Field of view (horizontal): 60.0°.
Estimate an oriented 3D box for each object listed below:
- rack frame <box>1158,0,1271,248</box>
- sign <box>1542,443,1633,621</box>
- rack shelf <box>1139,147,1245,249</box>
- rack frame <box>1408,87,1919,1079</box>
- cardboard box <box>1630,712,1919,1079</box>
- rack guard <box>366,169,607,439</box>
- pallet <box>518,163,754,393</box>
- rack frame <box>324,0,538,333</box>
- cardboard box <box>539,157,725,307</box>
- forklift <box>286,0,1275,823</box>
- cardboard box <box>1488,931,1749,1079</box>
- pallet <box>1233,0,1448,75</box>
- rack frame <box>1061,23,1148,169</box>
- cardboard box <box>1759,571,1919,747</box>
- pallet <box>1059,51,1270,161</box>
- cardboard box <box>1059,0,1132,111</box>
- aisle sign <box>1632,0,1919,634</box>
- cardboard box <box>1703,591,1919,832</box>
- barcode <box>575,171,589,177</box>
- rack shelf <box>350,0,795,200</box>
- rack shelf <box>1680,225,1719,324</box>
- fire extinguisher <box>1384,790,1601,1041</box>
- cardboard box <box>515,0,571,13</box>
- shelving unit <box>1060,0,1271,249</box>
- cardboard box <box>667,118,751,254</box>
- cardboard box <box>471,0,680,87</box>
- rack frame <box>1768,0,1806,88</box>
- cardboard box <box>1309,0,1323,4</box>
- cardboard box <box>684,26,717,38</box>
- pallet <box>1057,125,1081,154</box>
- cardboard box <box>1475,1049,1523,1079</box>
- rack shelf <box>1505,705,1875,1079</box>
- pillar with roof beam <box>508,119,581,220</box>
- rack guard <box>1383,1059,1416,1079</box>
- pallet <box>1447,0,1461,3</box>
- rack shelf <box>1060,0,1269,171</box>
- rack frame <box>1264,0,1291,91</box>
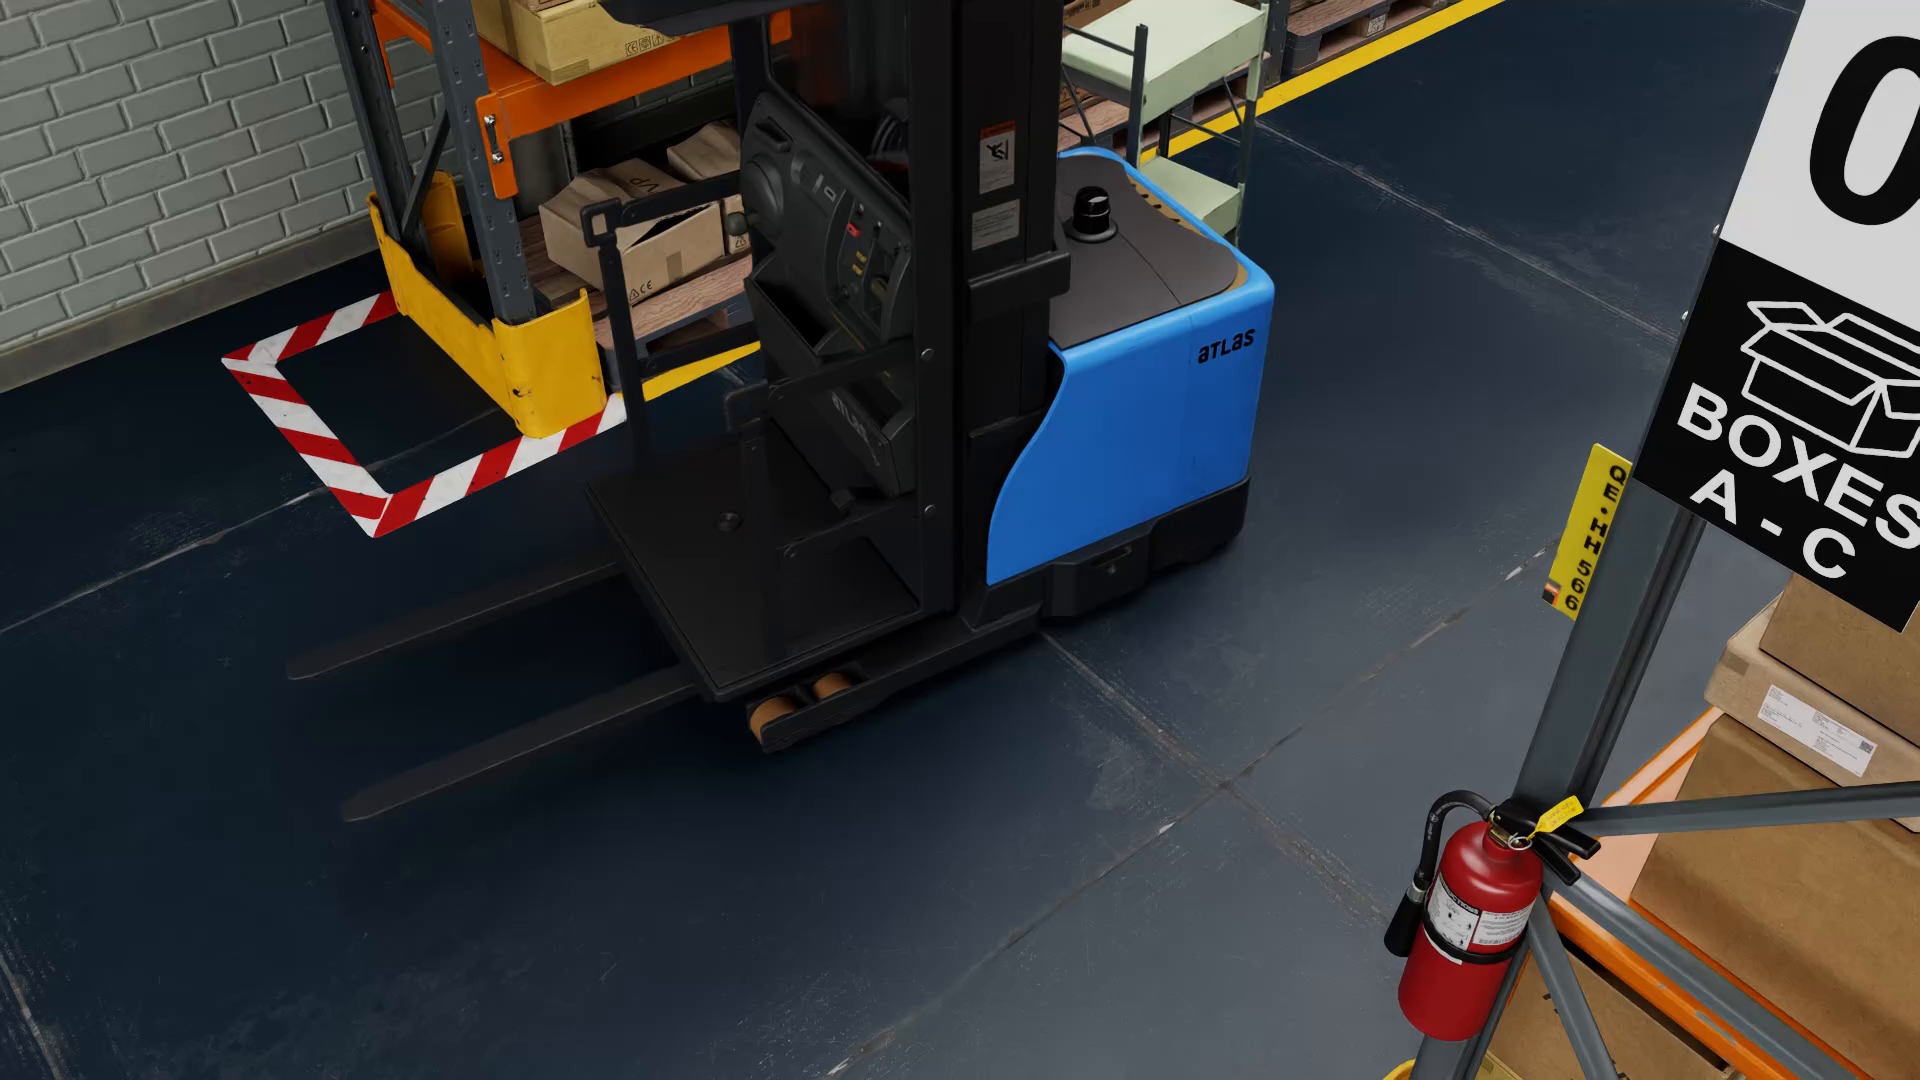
[{"bbox_3d":[0.931,-1.551,6.306,0.400,1.500,0.023,31,51,29],"label":"rack frame"},{"bbox_3d":[0.969,0.001,2.539,0.005,0.325,0.100,-30,51,-28],"label":"sign"},{"bbox_3d":[0.688,-1.126,6.329,0.431,0.370,0.720,31,51,29],"label":"rack shelf"},{"bbox_3d":[1.307,0.801,2.706,0.127,3.000,1.000,-30,51,-28],"label":"rack frame"},{"bbox_3d":[1.673,0.566,2.883,0.500,0.500,0.700,-30,51,-28],"label":"cardboard box"},{"bbox_3d":[-1.816,-0.921,6.366,0.348,0.500,1.175,-30,51,-28],"label":"rack guard"},{"bbox_3d":[-1.170,-1.154,6.825,1.213,0.211,1.003,-30,51,-28],"label":"pallet"},{"bbox_3d":[-1.874,-1.799,5.474,0.127,3.000,1.000,-30,51,-28],"label":"rack frame"},{"bbox_3d":[-1.286,-1.236,6.517,0.500,0.311,0.500,33,52,30],"label":"cardboard box"},{"bbox_3d":[-0.559,-0.846,4.509,3.031,2.935,1.130,-22,47,-22],"label":"forklift"},{"bbox_3d":[1.527,0.985,3.664,0.500,0.500,0.500,-30,51,-28],"label":"cardboard box"},{"bbox_3d":[1.790,-2.882,8.665,1.213,0.211,1.003,-30,51,-28],"label":"pallet"},{"bbox_3d":[0.445,-1.176,5.907,0.400,1.500,0.023,31,51,29],"label":"rack frame"},{"bbox_3d":[1.714,0.070,2.464,0.500,0.500,0.700,-30,51,-28],"label":"cardboard box"},{"bbox_3d":[0.702,-2.226,7.966,1.213,0.211,1.003,-30,51,-28],"label":"pallet"},{"bbox_3d":[0.424,-2.328,7.542,0.500,0.500,0.500,-34,53,-31],"label":"cardboard box"},{"bbox_3d":[1.068,-0.272,1.950,0.004,0.787,0.394,-30,51,-28],"label":"aisle sign"},{"bbox_3d":[1.478,0.260,2.735,0.250,0.149,0.380,-31,51,-28],"label":"cardboard box"},{"bbox_3d":[-1.528,-1.457,6.746,0.075,0.075,0.001,-30,51,-28],"label":"barcode"},{"bbox_3d":[-0.340,-2.415,6.656,4.000,0.370,1.077,-30,51,-28],"label":"rack shelf"},{"bbox_3d":[2.841,-0.909,2.861,4.000,0.370,1.077,-30,51,-28],"label":"rack shelf"},{"bbox_3d":[0.918,0.637,2.937,0.183,0.674,0.296,-30,51,-28],"label":"fire extinguisher"},{"bbox_3d":[-1.315,-2.077,5.317,0.500,0.500,0.500,-30,51,-28],"label":"cardboard box"},{"bbox_3d":[0.688,-1.363,6.106,0.431,1.500,0.755,31,51,29],"label":"shelving unit"},{"bbox_3d":[-0.848,-1.486,6.784,0.500,0.311,0.500,-26,49,-25],"label":"cardboard box"},{"bbox_3d":[-1.296,-1.799,5.569,0.500,0.250,0.500,-31,51,-29],"label":"cardboard box"},{"bbox_3d":[1.307,-1.386,0.653,0.127,3.000,1.000,-30,51,-28],"label":"rack frame"},{"bbox_3d":[1.748,-3.137,8.404,0.500,0.500,0.700,-28,50,-27],"label":"cardboard box"},{"bbox_3d":[-0.907,-2.035,5.820,0.500,0.250,0.500,-31,52,-29],"label":"cardboard box"},{"bbox_3d":[-0.235,-1.687,7.392,1.213,0.211,1.003,-30,51,-28],"label":"pallet"},{"bbox_3d":[1.529,1.259,3.920,0.500,0.250,0.500,-30,51,-28],"label":"cardboard box"},{"bbox_3d":[2.841,0.184,3.888,4.000,0.370,1.077,-30,51,-28],"label":"rack shelf"},{"bbox_3d":[0.870,-2.487,1.825,0.400,9.000,9.100,-30,51,-28],"label":"pillar with roof beam"},{"bbox_3d":[1.289,1.722,3.551,0.348,0.500,1.175,-30,51,-28],"label":"rack guard"},{"bbox_3d":[2.727,-3.421,9.238,1.213,0.211,1.003,-30,51,-28],"label":"pallet"},{"bbox_3d":[0.688,-1.648,5.839,0.431,0.370,0.720,31,51,29],"label":"rack shelf"},{"bbox_3d":[1.194,-3.556,7.345,0.127,3.000,1.000,-30,51,-28],"label":"rack frame"}]
